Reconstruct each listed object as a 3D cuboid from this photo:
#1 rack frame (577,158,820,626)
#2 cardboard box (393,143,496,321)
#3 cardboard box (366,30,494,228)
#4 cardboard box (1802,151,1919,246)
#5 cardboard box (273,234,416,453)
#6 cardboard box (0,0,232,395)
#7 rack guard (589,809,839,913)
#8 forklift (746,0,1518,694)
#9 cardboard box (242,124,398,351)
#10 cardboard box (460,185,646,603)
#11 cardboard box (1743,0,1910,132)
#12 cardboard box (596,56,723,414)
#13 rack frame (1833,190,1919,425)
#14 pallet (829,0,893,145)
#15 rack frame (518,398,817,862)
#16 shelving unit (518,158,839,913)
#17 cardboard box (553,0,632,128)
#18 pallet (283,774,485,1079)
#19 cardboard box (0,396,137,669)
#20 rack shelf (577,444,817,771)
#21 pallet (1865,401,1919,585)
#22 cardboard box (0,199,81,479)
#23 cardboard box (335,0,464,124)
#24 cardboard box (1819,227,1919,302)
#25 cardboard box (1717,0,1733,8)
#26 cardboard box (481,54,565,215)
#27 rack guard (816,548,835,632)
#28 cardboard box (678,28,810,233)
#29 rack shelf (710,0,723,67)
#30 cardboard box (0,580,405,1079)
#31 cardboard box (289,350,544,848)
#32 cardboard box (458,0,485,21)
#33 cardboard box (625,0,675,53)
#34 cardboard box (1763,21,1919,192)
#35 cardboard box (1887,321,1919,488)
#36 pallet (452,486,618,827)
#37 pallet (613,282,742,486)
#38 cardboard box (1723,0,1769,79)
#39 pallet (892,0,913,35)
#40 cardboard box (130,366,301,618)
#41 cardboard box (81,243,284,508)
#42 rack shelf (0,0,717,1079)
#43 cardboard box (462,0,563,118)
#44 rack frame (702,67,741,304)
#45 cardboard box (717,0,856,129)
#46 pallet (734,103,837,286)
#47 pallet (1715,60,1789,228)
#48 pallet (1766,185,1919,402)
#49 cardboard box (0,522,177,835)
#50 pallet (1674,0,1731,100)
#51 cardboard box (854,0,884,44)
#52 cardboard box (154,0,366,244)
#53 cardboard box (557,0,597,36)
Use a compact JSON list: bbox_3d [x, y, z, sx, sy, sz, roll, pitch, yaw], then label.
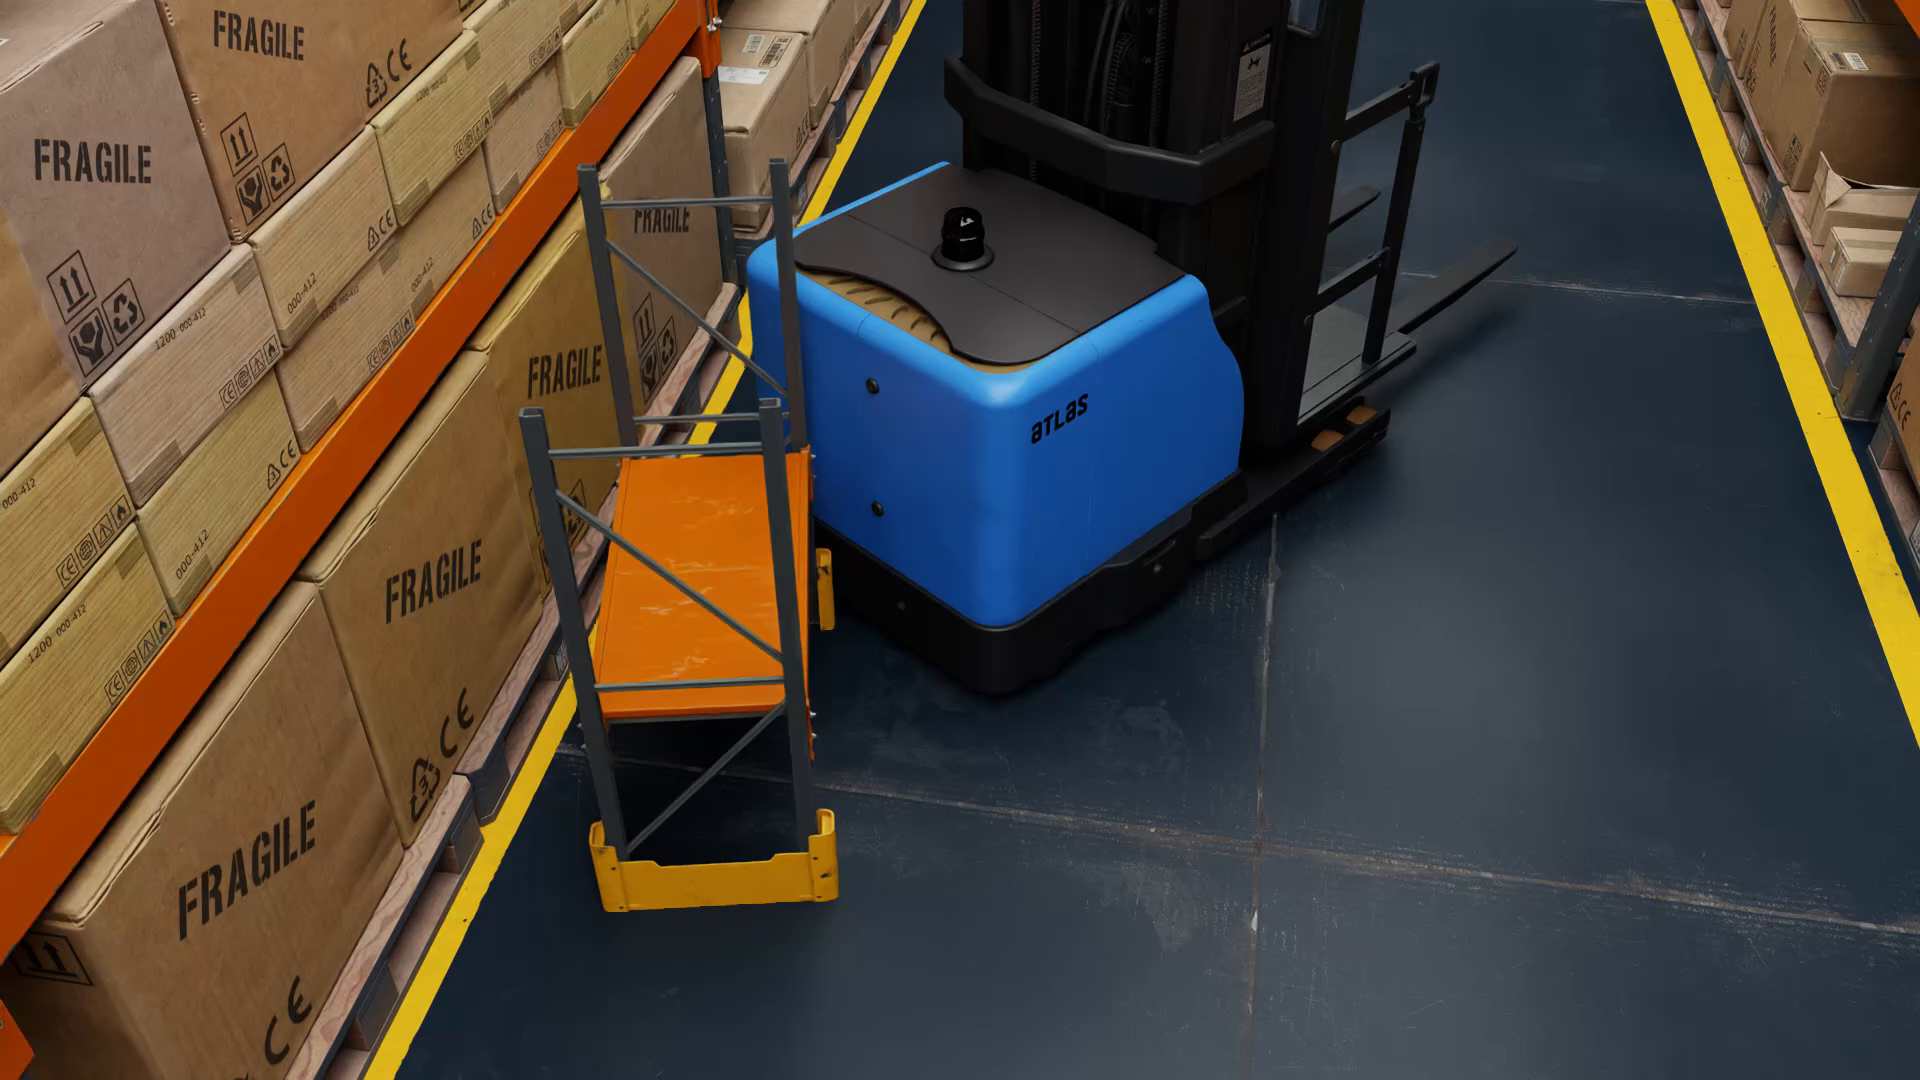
[{"bbox_3d":[-0.665,-0.324,4.465,0.500,1.500,0.032,-2,40,-3],"label":"rack frame"},{"bbox_3d":[-1.452,-0.769,3.943,0.500,0.250,0.500,6,40,8],"label":"cardboard box"},{"bbox_3d":[-1.414,-0.962,3.785,0.500,0.250,0.500,7,40,8],"label":"cardboard box"},{"bbox_3d":[3.416,-1.264,6.240,0.396,0.266,0.258,8,40,9],"label":"cardboard box"},{"bbox_3d":[-1.534,-0.458,3.568,0.500,0.250,0.500,8,40,9],"label":"cardboard box"},{"bbox_3d":[-1.632,-0.603,2.762,0.500,0.500,0.500,7,40,8],"label":"cardboard box"},{"bbox_3d":[-0.598,0.791,4.097,0.587,0.250,0.087,-2,40,-3],"label":"rack guard"},{"bbox_3d":[0.795,-1.537,4.809,1.130,2.935,3.031,32,49,33],"label":"forklift"},{"bbox_3d":[-1.515,-0.645,3.402,0.500,0.250,0.500,6,40,8],"label":"cardboard box"},{"bbox_3d":[-1.519,-0.472,4.804,0.875,0.875,0.875,7,40,9],"label":"cardboard box"},{"bbox_3d":[3.664,-2.032,6.986,0.500,0.500,0.500,7,40,8],"label":"cardboard box"},{"bbox_3d":[-1.371,-1.039,5.491,0.875,0.875,0.875,8,40,9],"label":"cardboard box"},{"bbox_3d":[3.547,-1.549,4.770,1.000,3.000,0.127,6,40,8],"label":"rack frame"},{"bbox_3d":[-0.925,-2.256,7.813,1.003,0.211,1.213,6,40,8],"label":"pallet"},{"bbox_3d":[-0.597,0.322,3.684,0.500,1.500,0.032,-2,40,-3],"label":"rack frame"},{"bbox_3d":[-0.631,-0.007,4.081,0.587,1.500,1.083,-2,40,-3],"label":"shelving unit"},{"bbox_3d":[-1.261,-1.408,4.716,0.500,0.250,0.500,6,40,7],"label":"cardboard box"},{"bbox_3d":[-1.824,1.004,3.870,1.003,0.211,1.213,6,40,8],"label":"pallet"},{"bbox_3d":[-1.703,-0.010,2.633,0.500,0.250,0.500,6,40,7],"label":"cardboard box"},{"bbox_3d":[-0.631,0.137,4.189,0.538,0.185,1.000,-2,40,-3],"label":"rack shelf"},{"bbox_3d":[3.444,0.040,5.036,1.003,0.211,1.213,6,40,8],"label":"pallet"},{"bbox_3d":[-1.708,-0.290,2.384,0.500,0.500,0.500,5,40,6],"label":"cardboard box"},{"bbox_3d":[-1.436,-1.242,3.535,0.500,0.500,0.500,7,40,8],"label":"cardboard box"},{"bbox_3d":[3.354,-0.995,6.007,0.380,0.149,0.250,5,40,6],"label":"cardboard box"},{"bbox_3d":[4.040,-2.886,8.016,0.797,0.503,0.637,5,40,6],"label":"cardboard box"},{"bbox_3d":[-1.367,-1.093,4.336,0.500,0.250,0.500,5,40,6],"label":"cardboard box"},{"bbox_3d":[-0.665,0.158,4.863,0.587,0.250,0.087,-2,40,-3],"label":"rack guard"},{"bbox_3d":[-1.128,-1.651,6.574,0.875,0.438,0.875,6,40,7],"label":"cardboard box"},{"bbox_3d":[-0.996,-3.072,7.176,1.077,0.370,4.000,6,40,8],"label":"rack shelf"},{"bbox_3d":[-1.833,0.649,3.449,0.875,0.875,0.875,6,40,7],"label":"cardboard box"},{"bbox_3d":[-1.675,0.089,4.126,0.875,0.875,0.875,7,40,8],"label":"cardboard box"},{"bbox_3d":[-1.362,-1.569,3.930,0.500,0.500,0.500,8,40,9],"label":"cardboard box"},{"bbox_3d":[-1.172,-1.727,5.103,0.500,0.250,0.500,5,40,7],"label":"cardboard box"},{"bbox_3d":[3.674,-1.701,6.586,0.700,0.500,0.500,5,40,6],"label":"cardboard box"},{"bbox_3d":[3.242,-0.469,5.095,0.500,0.500,0.500,8,40,10],"label":"cardboard box"},{"bbox_3d":[-1.610,0.241,4.793,1.003,0.211,1.213,6,40,8],"label":"pallet"},{"bbox_3d":[-1.402,-0.527,5.722,1.003,0.211,1.213,6,40,8],"label":"pallet"},{"bbox_3d":[3.854,-2.353,7.374,0.700,0.500,0.500,8,40,9],"label":"cardboard box"},{"bbox_3d":[-0.711,-3.020,8.737,1.003,0.211,1.213,6,40,8],"label":"pallet"},{"bbox_3d":[-1.630,-0.130,3.171,0.500,0.250,0.500,5,40,6],"label":"cardboard box"},{"bbox_3d":[-1.613,-0.334,3.025,0.500,0.250,0.500,7,40,9],"label":"cardboard box"},{"bbox_3d":[-1.688,-0.562,4.140,1.077,0.370,4.000,6,40,8],"label":"rack shelf"},{"bbox_3d":[-1.342,-1.285,4.176,0.500,0.250,0.500,7,40,9],"label":"cardboard box"},{"bbox_3d":[-1.342,-2.094,5.429,1.000,3.000,0.127,6,40,8],"label":"rack frame"},{"bbox_3d":[-0.974,-2.213,7.254,0.875,0.438,0.875,5,40,6],"label":"cardboard box"},{"bbox_3d":[-1.134,-1.488,6.884,1.003,0.211,1.213,6,40,8],"label":"pallet"},{"bbox_3d":[3.876,-1.673,7.109,1.003,0.211,1.213,6,40,8],"label":"pallet"},{"bbox_3d":[3.667,-0.905,6.180,1.003,0.211,1.213,6,40,8],"label":"pallet"},{"bbox_3d":[-1.702,0.194,2.779,0.500,0.250,0.500,6,40,7],"label":"cardboard box"},{"bbox_3d":[4.089,-2.437,8.032,1.003,0.211,1.213,6,40,8],"label":"pallet"},{"bbox_3d":[-0.816,-2.779,7.938,0.875,0.438,0.875,7,40,9],"label":"cardboard box"},{"bbox_3d":[-1.527,-0.926,3.153,0.500,0.500,0.500,7,40,9],"label":"cardboard box"},{"bbox_3d":[-1.258,-1.611,4.570,0.500,0.250,0.500,7,40,9],"label":"cardboard box"}]
